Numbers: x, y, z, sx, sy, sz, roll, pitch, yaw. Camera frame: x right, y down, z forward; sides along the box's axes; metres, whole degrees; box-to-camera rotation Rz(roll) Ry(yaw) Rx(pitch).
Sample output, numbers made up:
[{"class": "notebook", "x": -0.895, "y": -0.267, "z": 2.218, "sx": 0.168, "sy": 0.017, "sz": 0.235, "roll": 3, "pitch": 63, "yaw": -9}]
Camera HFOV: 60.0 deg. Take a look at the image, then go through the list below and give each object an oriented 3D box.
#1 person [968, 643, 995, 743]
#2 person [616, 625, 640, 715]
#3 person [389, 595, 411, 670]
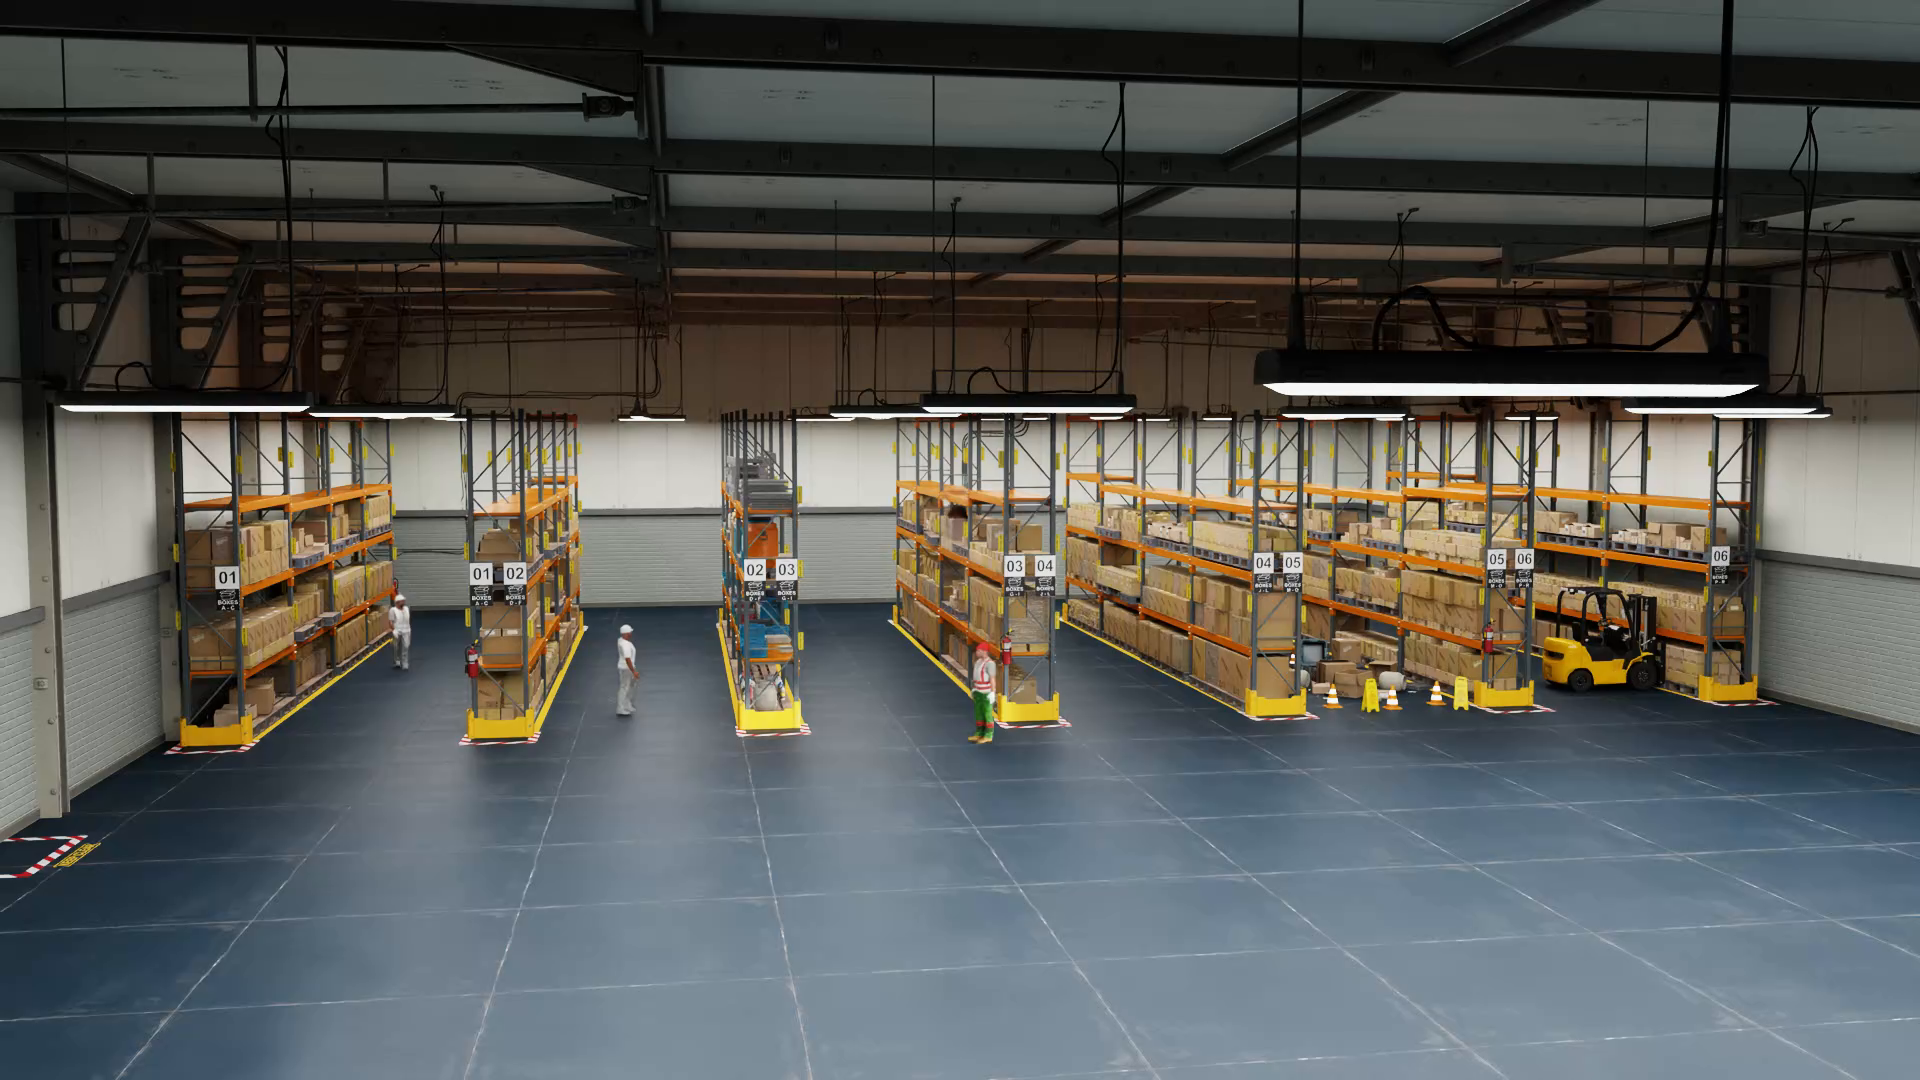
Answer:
[{"class": "person", "x": 0.399, "y": 2.731, "z": 29.856, "sx": 0.378, "sy": 1.792, "sz": 0.612, "roll": -3, "pitch": 5, "yaw": -36}, {"class": "person", "x": -6.567, "y": 2.567, "z": 32.914, "sx": 0.490, "sy": 1.792, "sz": 0.699, "roll": -1, "pitch": 4, "yaw": -7}, {"class": "person", "x": -13.047, "y": 2.148, "z": 38.735, "sx": 0.486, "sy": 1.736, "sz": 1.069, "roll": -1, "pitch": 4, "yaw": -18}]
